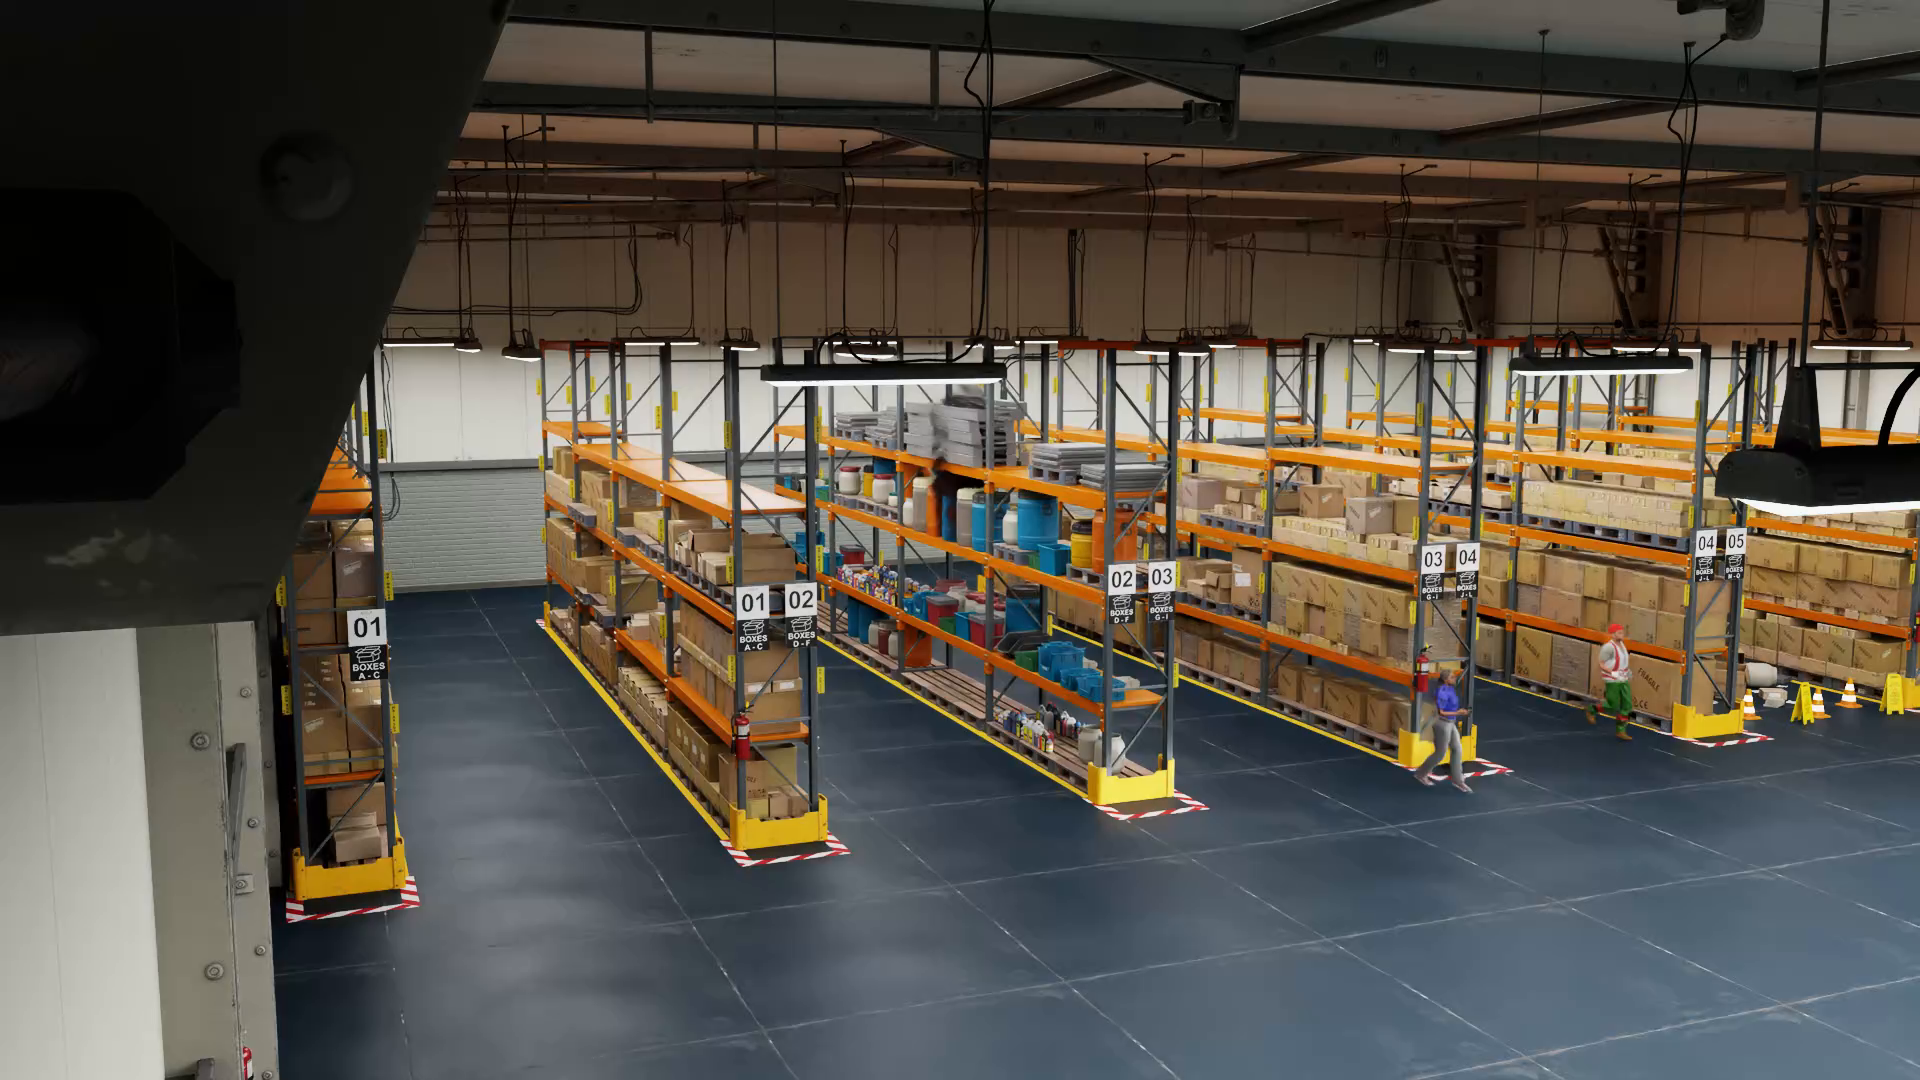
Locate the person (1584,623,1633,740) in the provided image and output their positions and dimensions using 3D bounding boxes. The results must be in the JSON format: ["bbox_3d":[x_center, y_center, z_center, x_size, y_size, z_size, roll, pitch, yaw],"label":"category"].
[{"bbox_3d":[10.026,2.148,25.566,0.670,1.766,0.804,-5,9,-35],"label":"person"}]

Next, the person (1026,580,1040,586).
[{"bbox_3d":[1.375,1.429,31.352,0.546,1.717,0.720,-4,8,-28],"label":"person"}]

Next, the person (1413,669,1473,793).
[{"bbox_3d":[6.586,2.582,22.580,0.778,1.690,0.584,4,9,29],"label":"person"}]

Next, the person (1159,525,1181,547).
[{"bbox_3d":[5.141,0.094,41.347,0.716,1.714,0.708,-3,8,-22],"label":"person"}]
